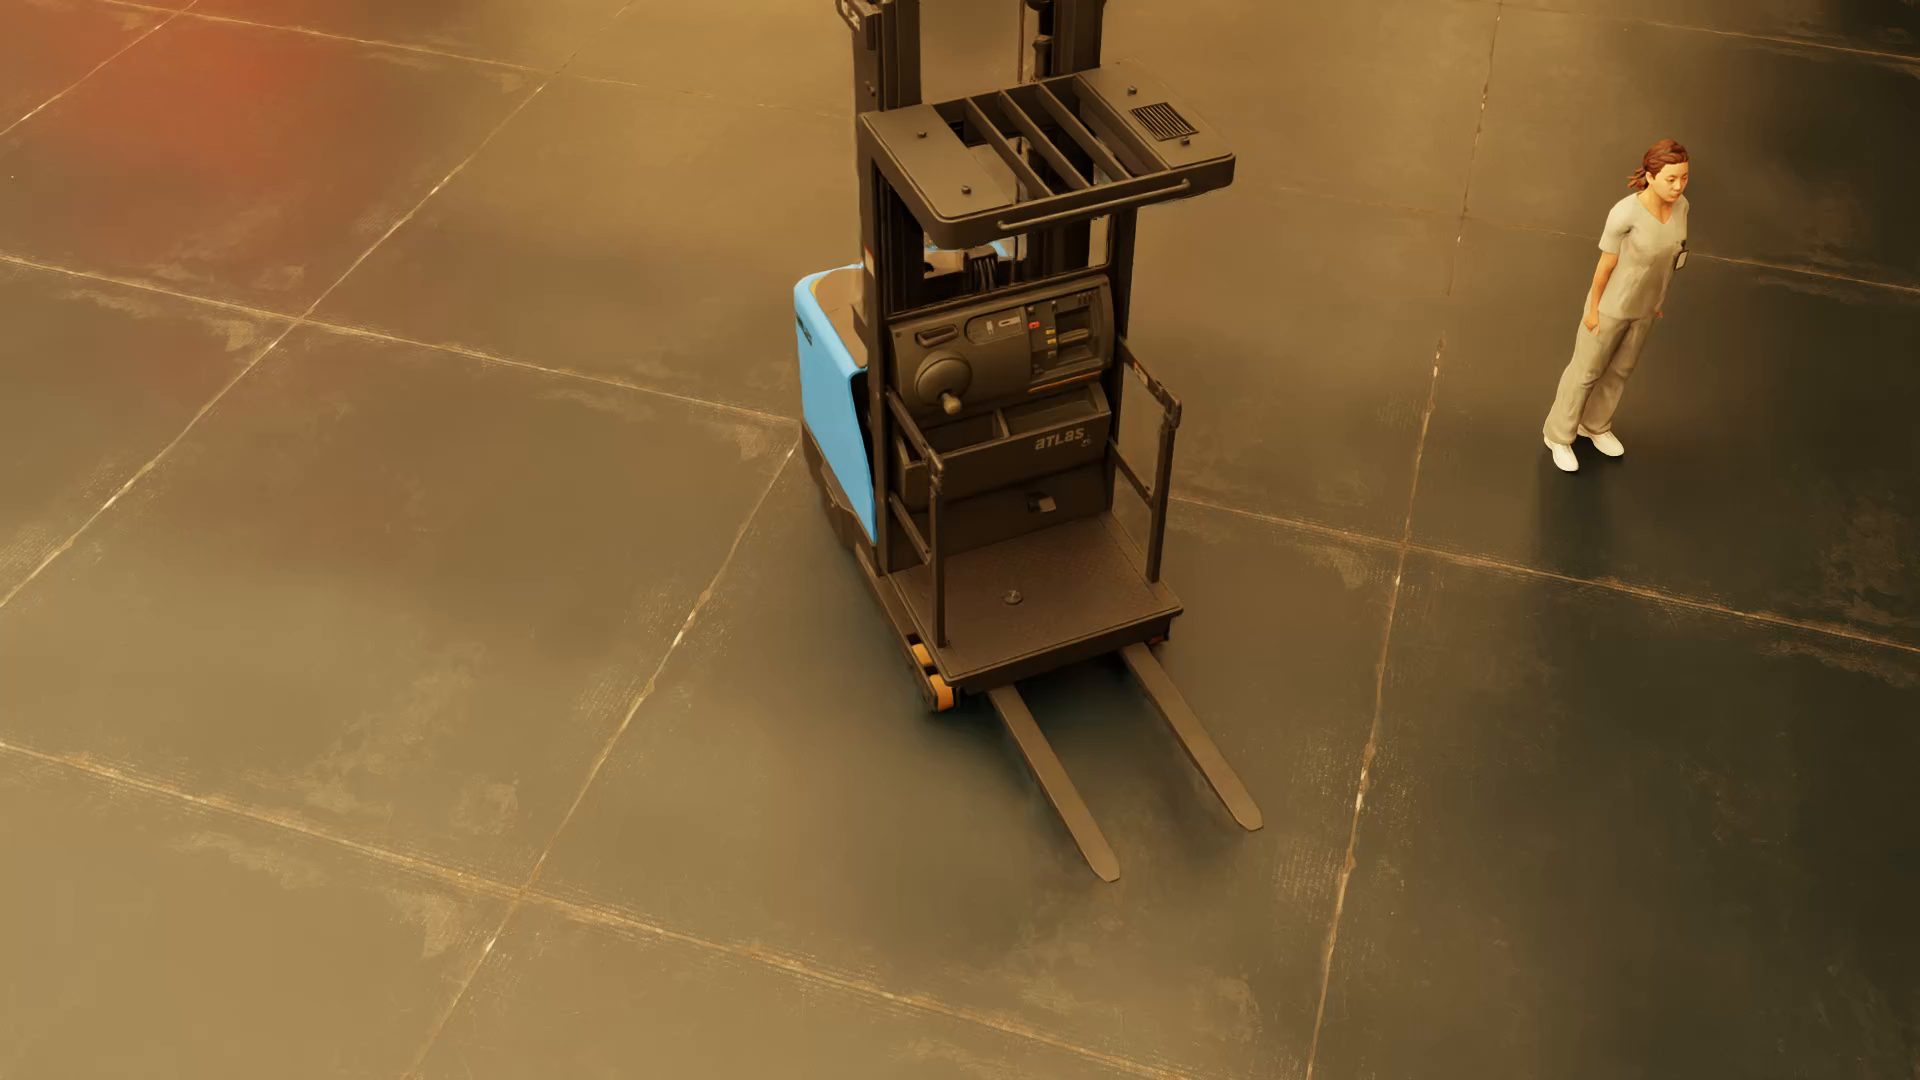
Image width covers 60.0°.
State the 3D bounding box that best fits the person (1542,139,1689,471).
[{"bbox_3d":[3.117,-1.094,7.791,0.432,1.672,0.373,-16,45,-16],"label":"person"}]

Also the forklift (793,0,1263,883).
[{"bbox_3d":[0.264,-0.680,6.419,1.130,2.935,3.031,-16,45,-16],"label":"forklift"}]
